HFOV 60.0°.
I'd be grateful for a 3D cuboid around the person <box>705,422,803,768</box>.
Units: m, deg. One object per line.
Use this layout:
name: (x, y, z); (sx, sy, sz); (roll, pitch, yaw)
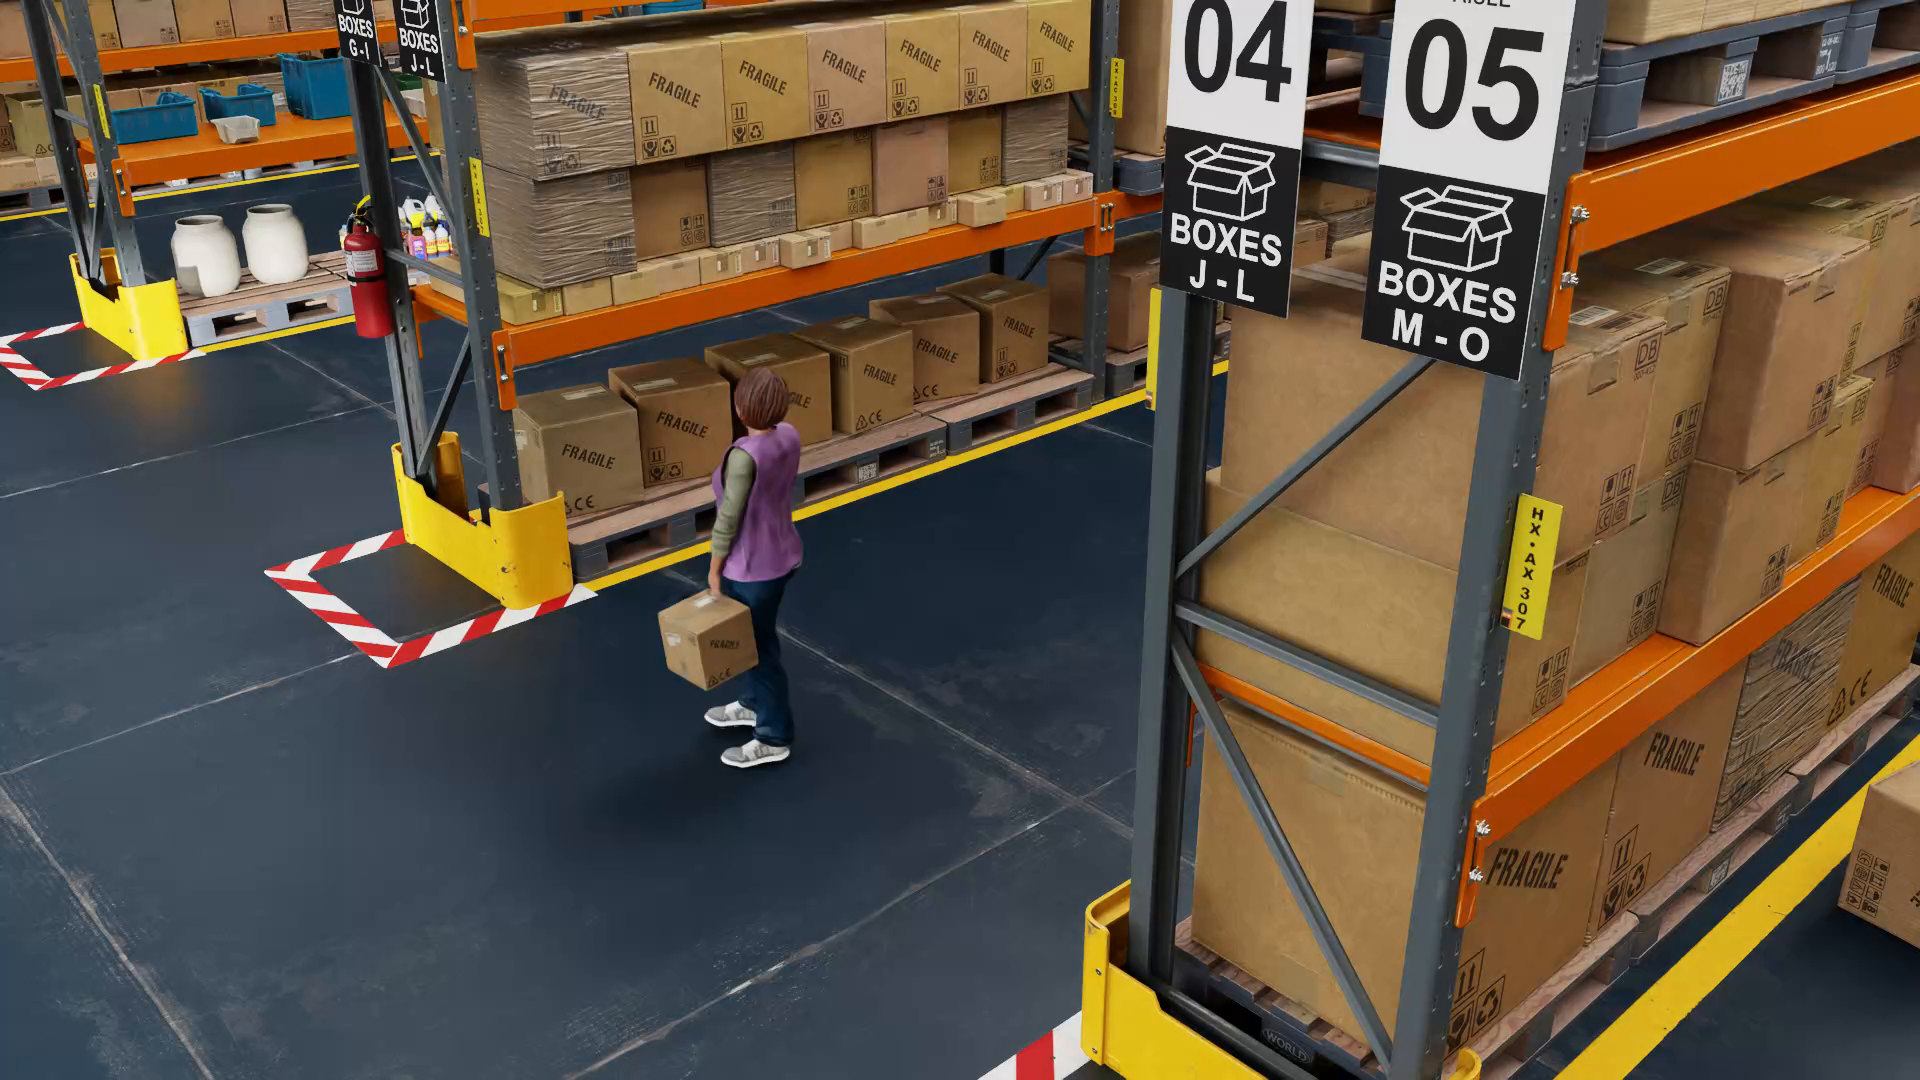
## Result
person: (-0.844, 0.200, 6.414); (0.472, 1.377, 0.377); (8, 26, 17)
